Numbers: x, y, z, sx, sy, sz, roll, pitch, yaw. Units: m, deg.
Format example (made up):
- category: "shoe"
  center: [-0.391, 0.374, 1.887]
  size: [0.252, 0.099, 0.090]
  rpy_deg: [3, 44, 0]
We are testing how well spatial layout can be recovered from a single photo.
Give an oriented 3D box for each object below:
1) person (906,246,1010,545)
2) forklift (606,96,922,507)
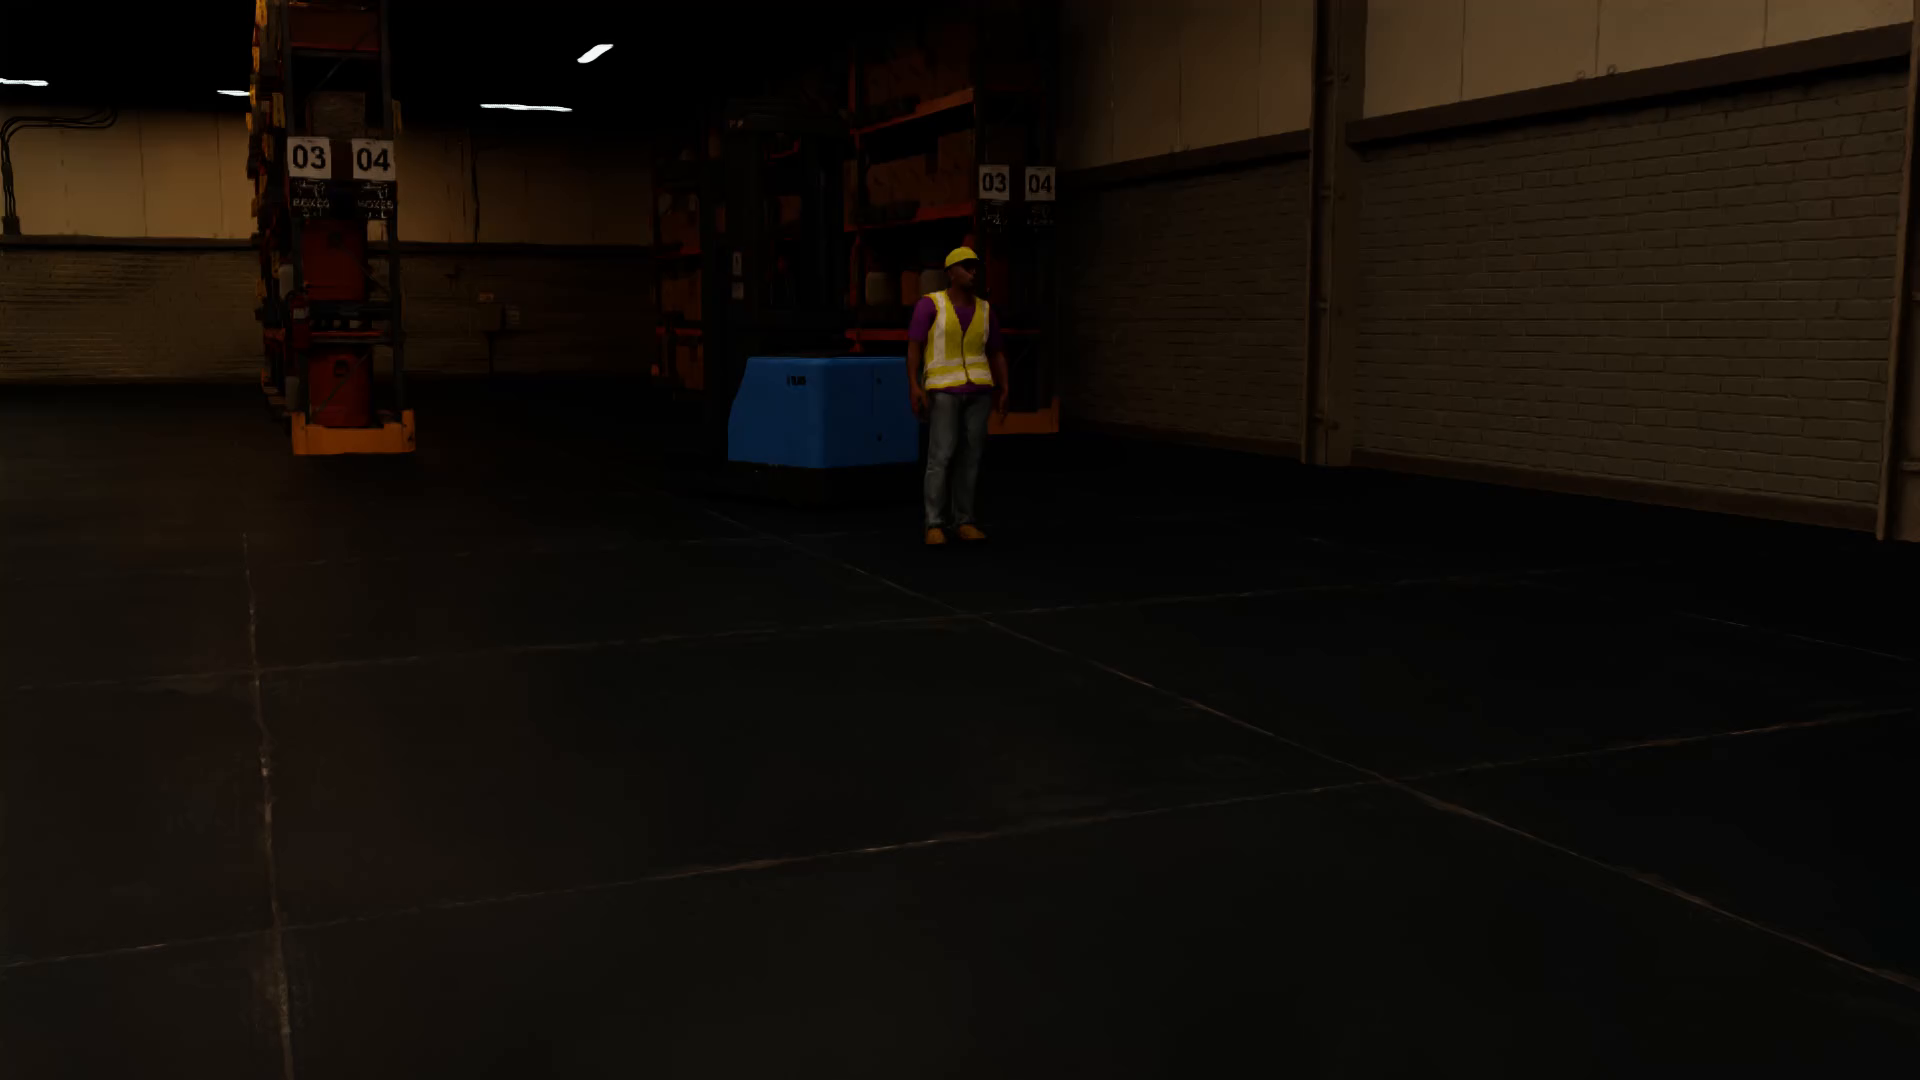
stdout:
- category: "person"
  center: [0.023, -0.874, 9.972]
  size: [0.665, 1.766, 0.576]
  rpy_deg: [-3, 8, -23]
- category: "forklift"
  center: [-1.657, -1.827, 12.796]
  size: [1.130, 2.935, 3.031]
  rpy_deg: [-7, 10, -43]
